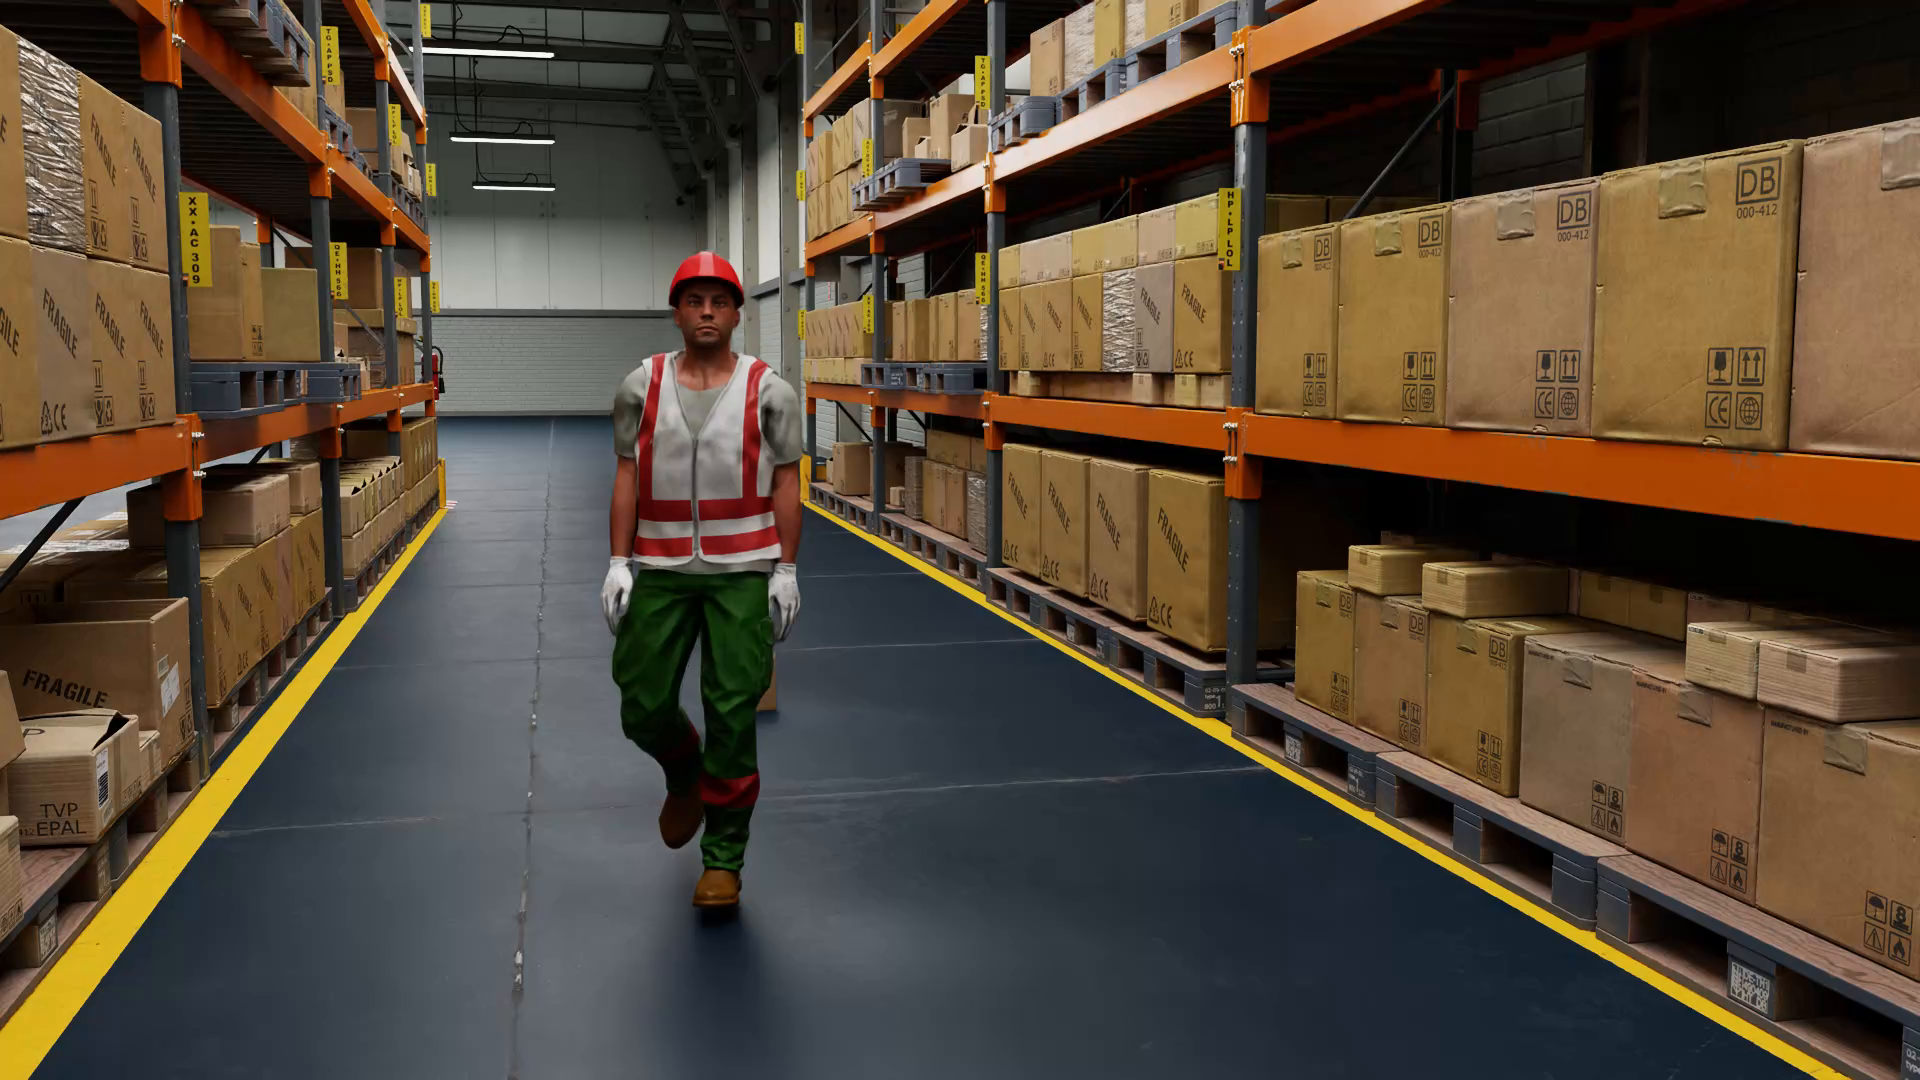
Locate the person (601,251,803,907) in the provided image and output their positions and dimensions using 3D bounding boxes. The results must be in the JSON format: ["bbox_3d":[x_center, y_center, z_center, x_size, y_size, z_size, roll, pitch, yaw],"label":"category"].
[{"bbox_3d":[-0.717,0.093,4.648,0.560,1.777,0.626,0,6,1],"label":"person"}]
